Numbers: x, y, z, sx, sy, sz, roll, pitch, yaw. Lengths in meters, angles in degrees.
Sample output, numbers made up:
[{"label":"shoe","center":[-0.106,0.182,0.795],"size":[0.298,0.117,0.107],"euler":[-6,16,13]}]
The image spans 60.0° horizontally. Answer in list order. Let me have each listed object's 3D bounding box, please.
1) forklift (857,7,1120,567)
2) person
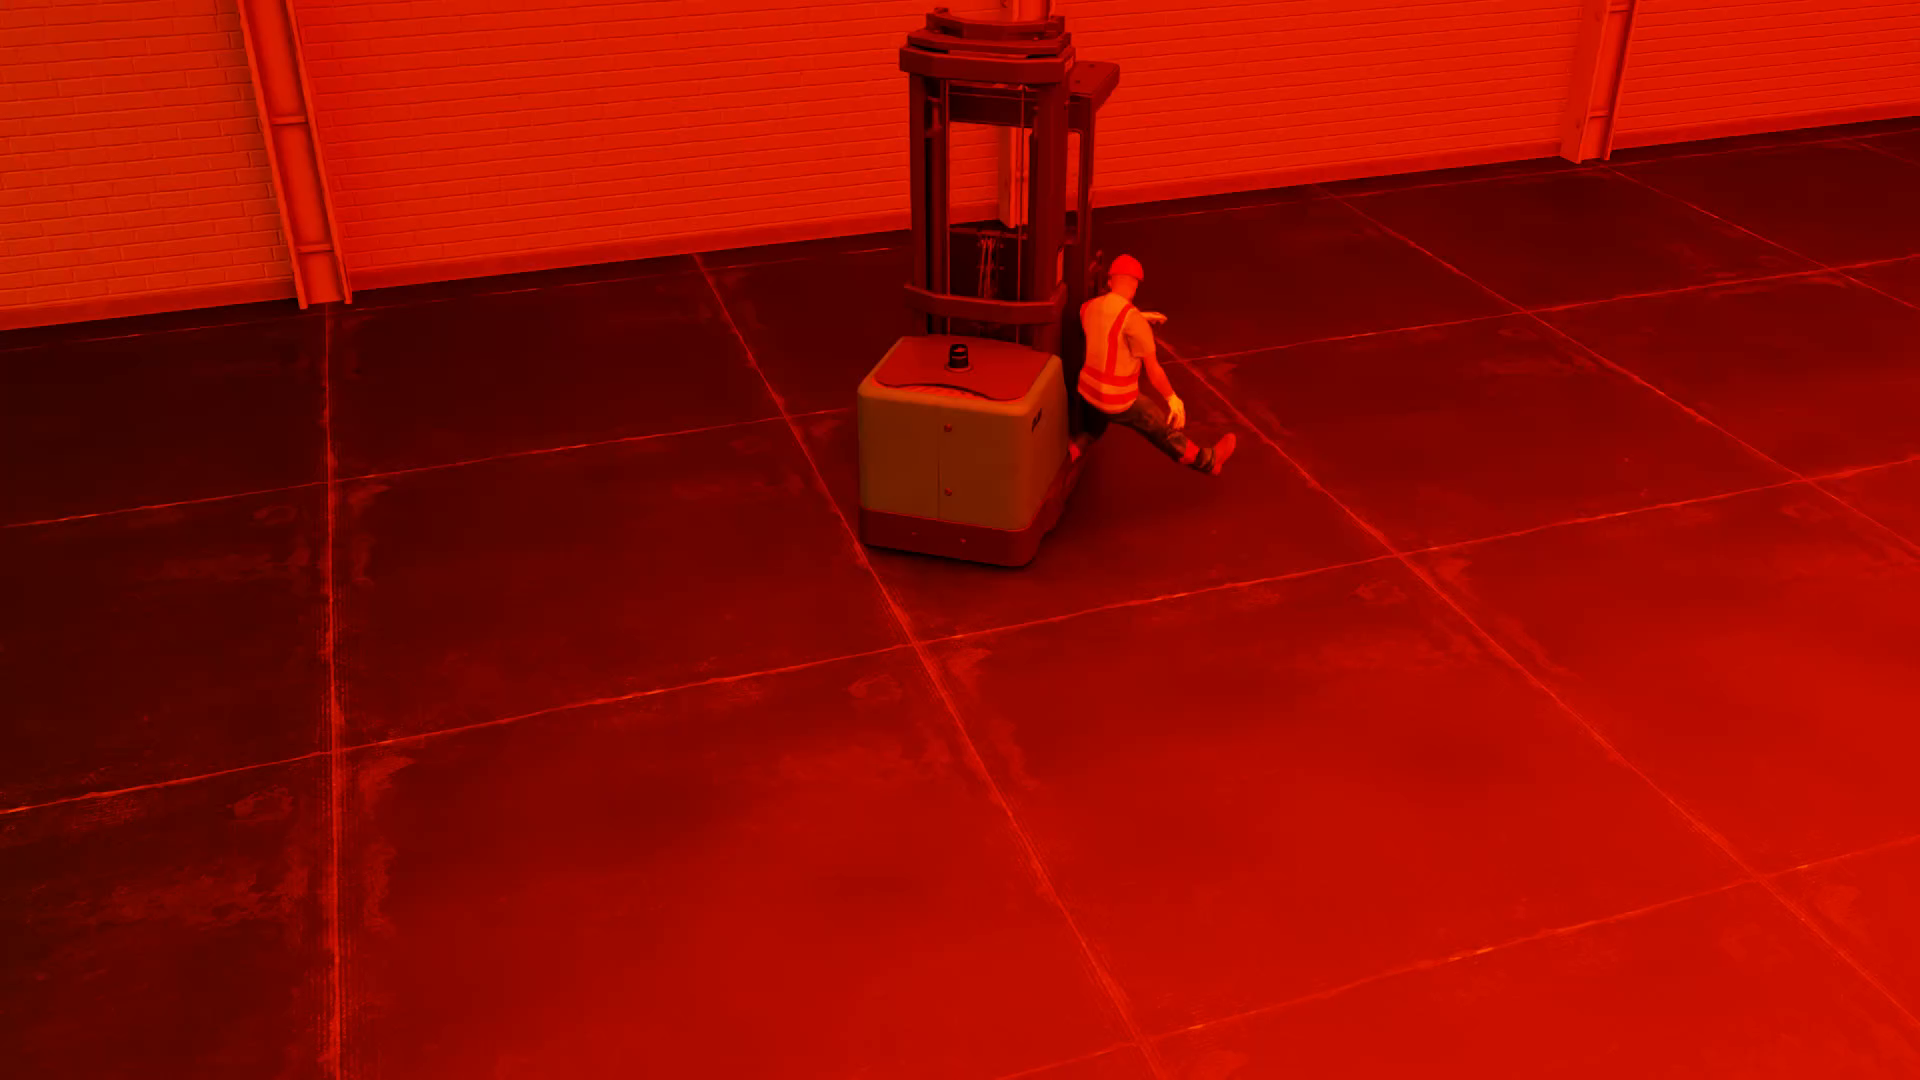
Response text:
[{"label":"forklift","center":[0.319,-1.837,10.280],"size":[1.130,2.935,3.031],"euler":[9,31,15]},{"label":"person","center":[1.132,-0.984,10.183],"size":[1.124,1.550,0.916],"euler":[-19,35,-29]}]
